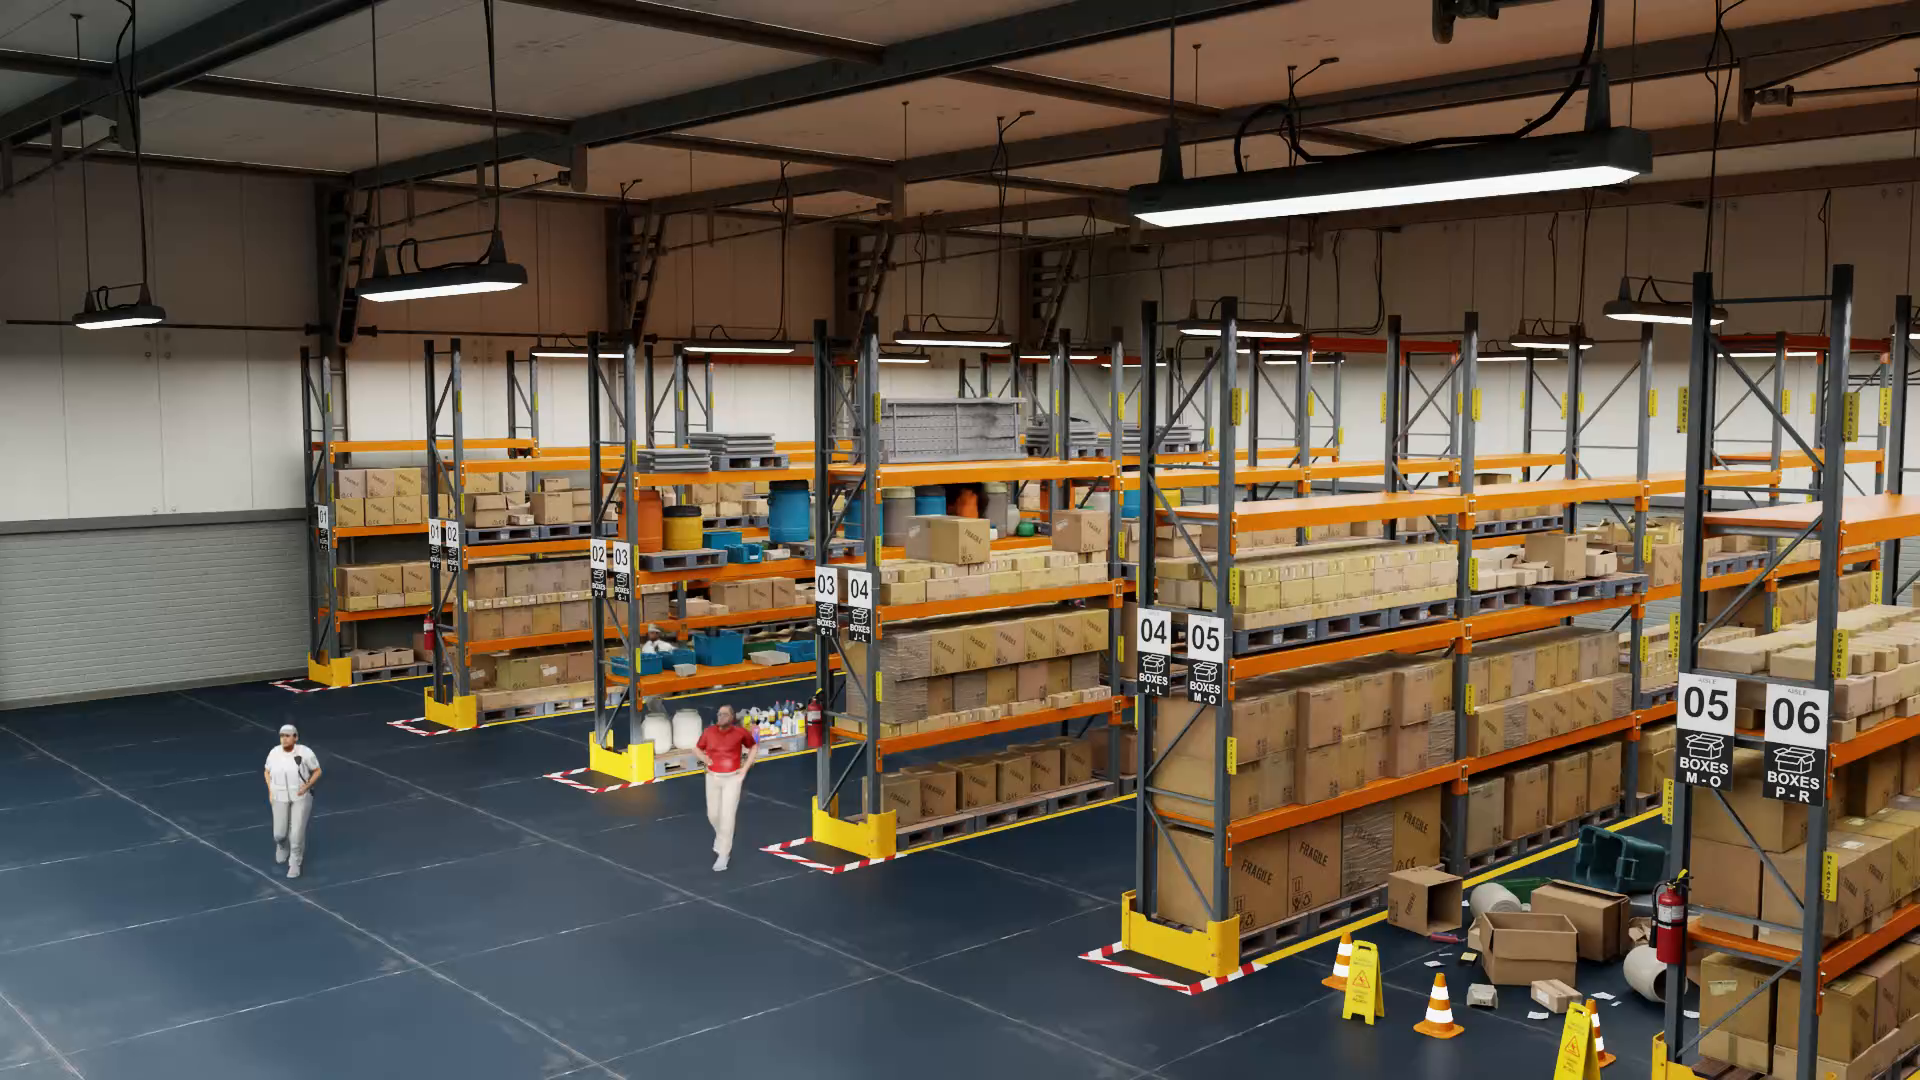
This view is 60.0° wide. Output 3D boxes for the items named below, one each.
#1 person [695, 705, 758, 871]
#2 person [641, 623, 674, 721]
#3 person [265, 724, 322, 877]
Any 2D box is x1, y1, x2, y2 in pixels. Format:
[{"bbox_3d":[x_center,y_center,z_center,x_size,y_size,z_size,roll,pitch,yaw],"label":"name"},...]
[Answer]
[{"bbox_3d":[-2.612,2.691,18.389,0.675,1.759,0.866,1,5,9],"label":"person"},{"bbox_3d":[-4.603,2.121,25.091,0.568,1.750,0.739,4,6,37],"label":"person"},{"bbox_3d":[-7.182,2.789,17.903,0.598,1.639,0.586,-1,5,-11],"label":"person"}]
